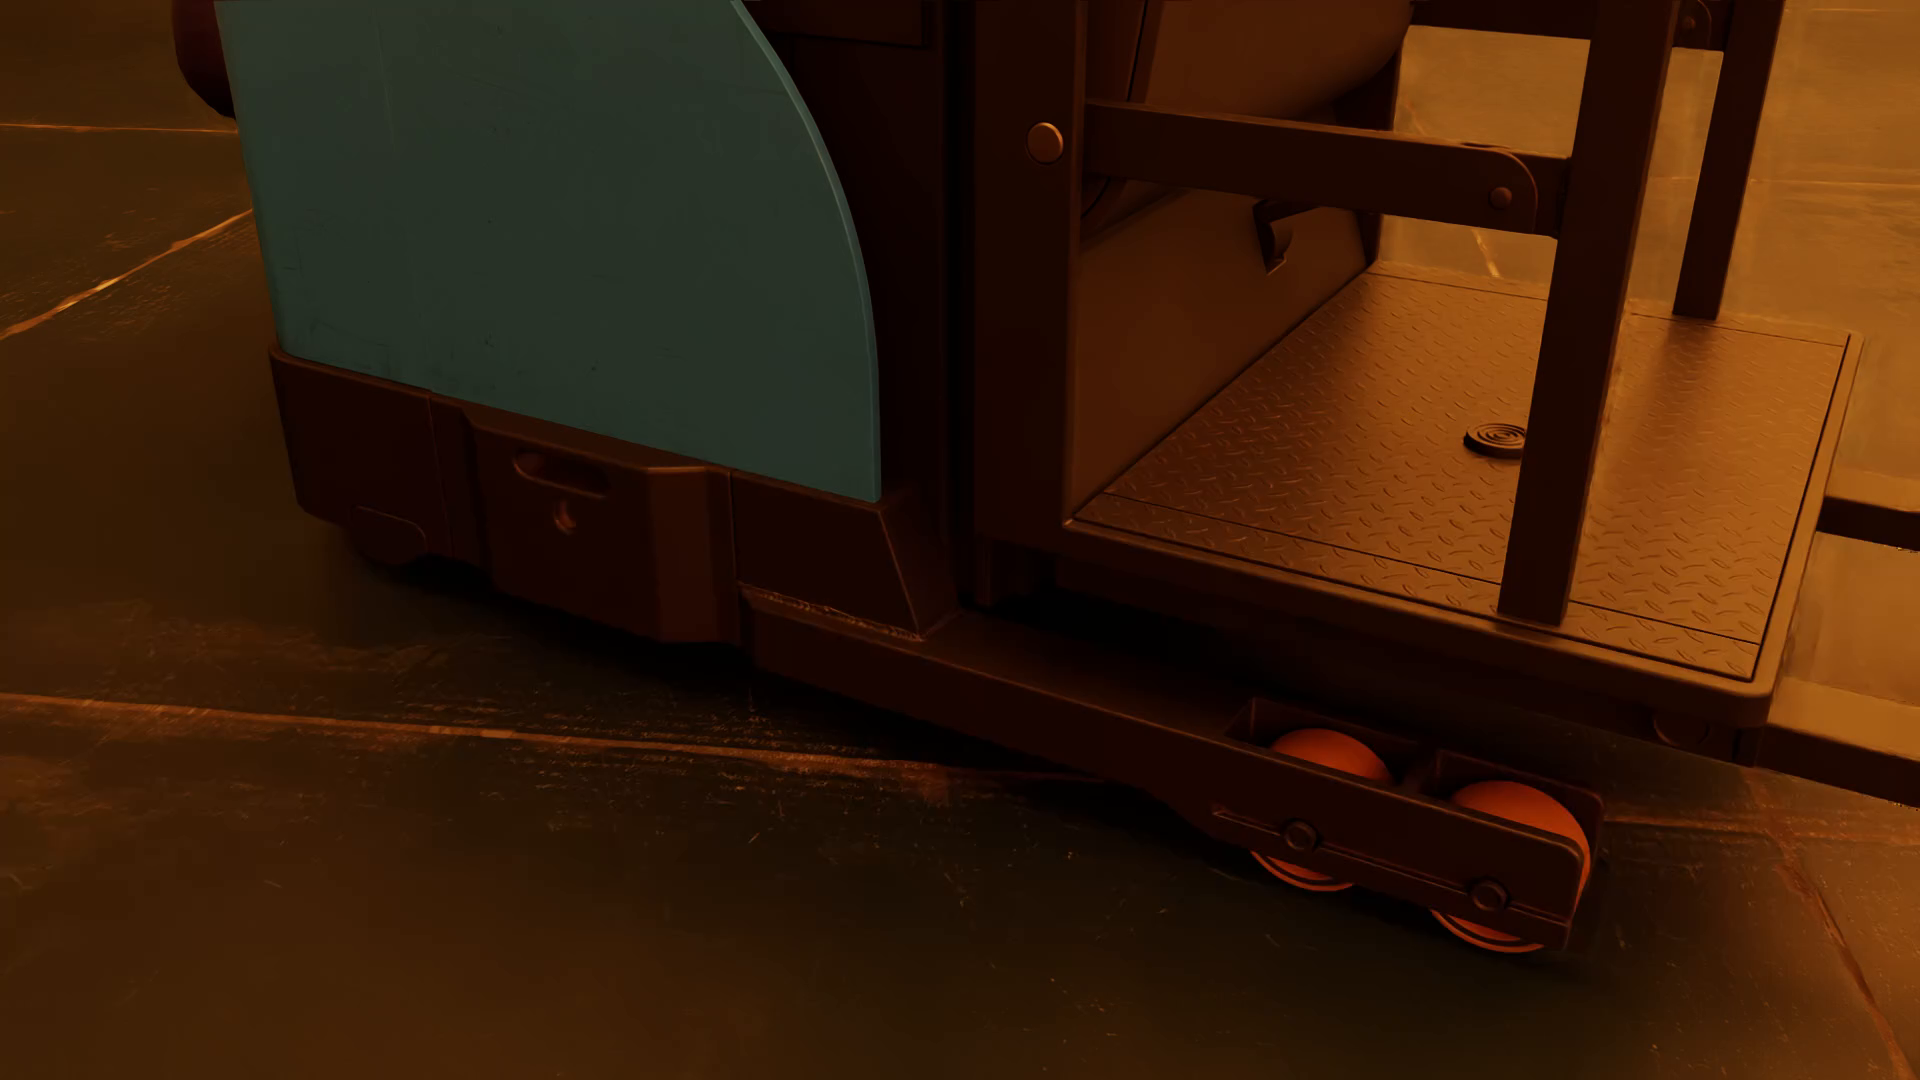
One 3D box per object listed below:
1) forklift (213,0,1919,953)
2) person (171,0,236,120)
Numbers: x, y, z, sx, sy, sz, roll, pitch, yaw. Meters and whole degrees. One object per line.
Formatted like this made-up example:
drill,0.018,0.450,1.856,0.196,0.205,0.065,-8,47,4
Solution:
forklift,0.551,-1.170,1.563,3.031,2.935,1.130,14,30,26
person,-1.210,-0.978,2.948,0.979,1.442,1.009,1,27,1
